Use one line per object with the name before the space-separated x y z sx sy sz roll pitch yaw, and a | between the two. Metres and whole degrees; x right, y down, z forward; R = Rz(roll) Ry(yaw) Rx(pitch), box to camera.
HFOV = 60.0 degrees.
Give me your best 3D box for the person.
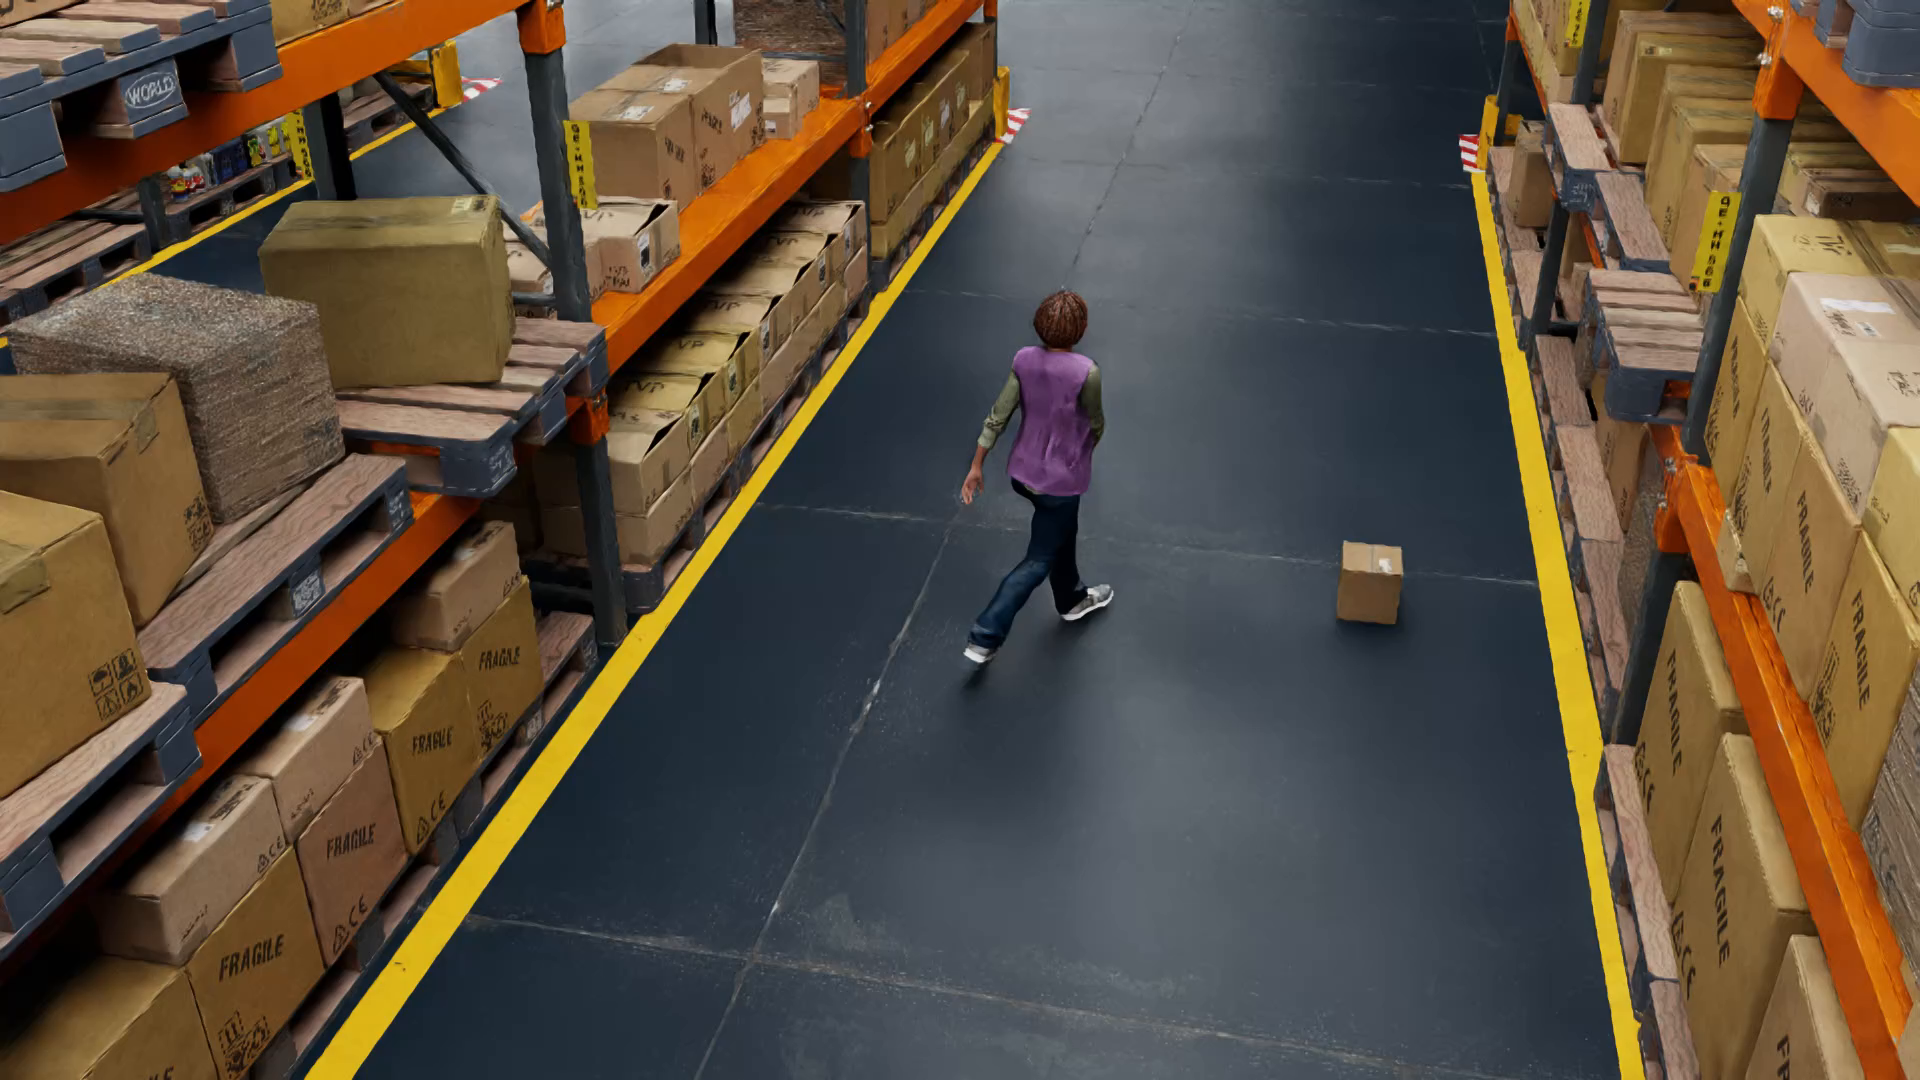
person | 0.324 -0.256 6.607 0.432 1.545 0.921 25 38 38
